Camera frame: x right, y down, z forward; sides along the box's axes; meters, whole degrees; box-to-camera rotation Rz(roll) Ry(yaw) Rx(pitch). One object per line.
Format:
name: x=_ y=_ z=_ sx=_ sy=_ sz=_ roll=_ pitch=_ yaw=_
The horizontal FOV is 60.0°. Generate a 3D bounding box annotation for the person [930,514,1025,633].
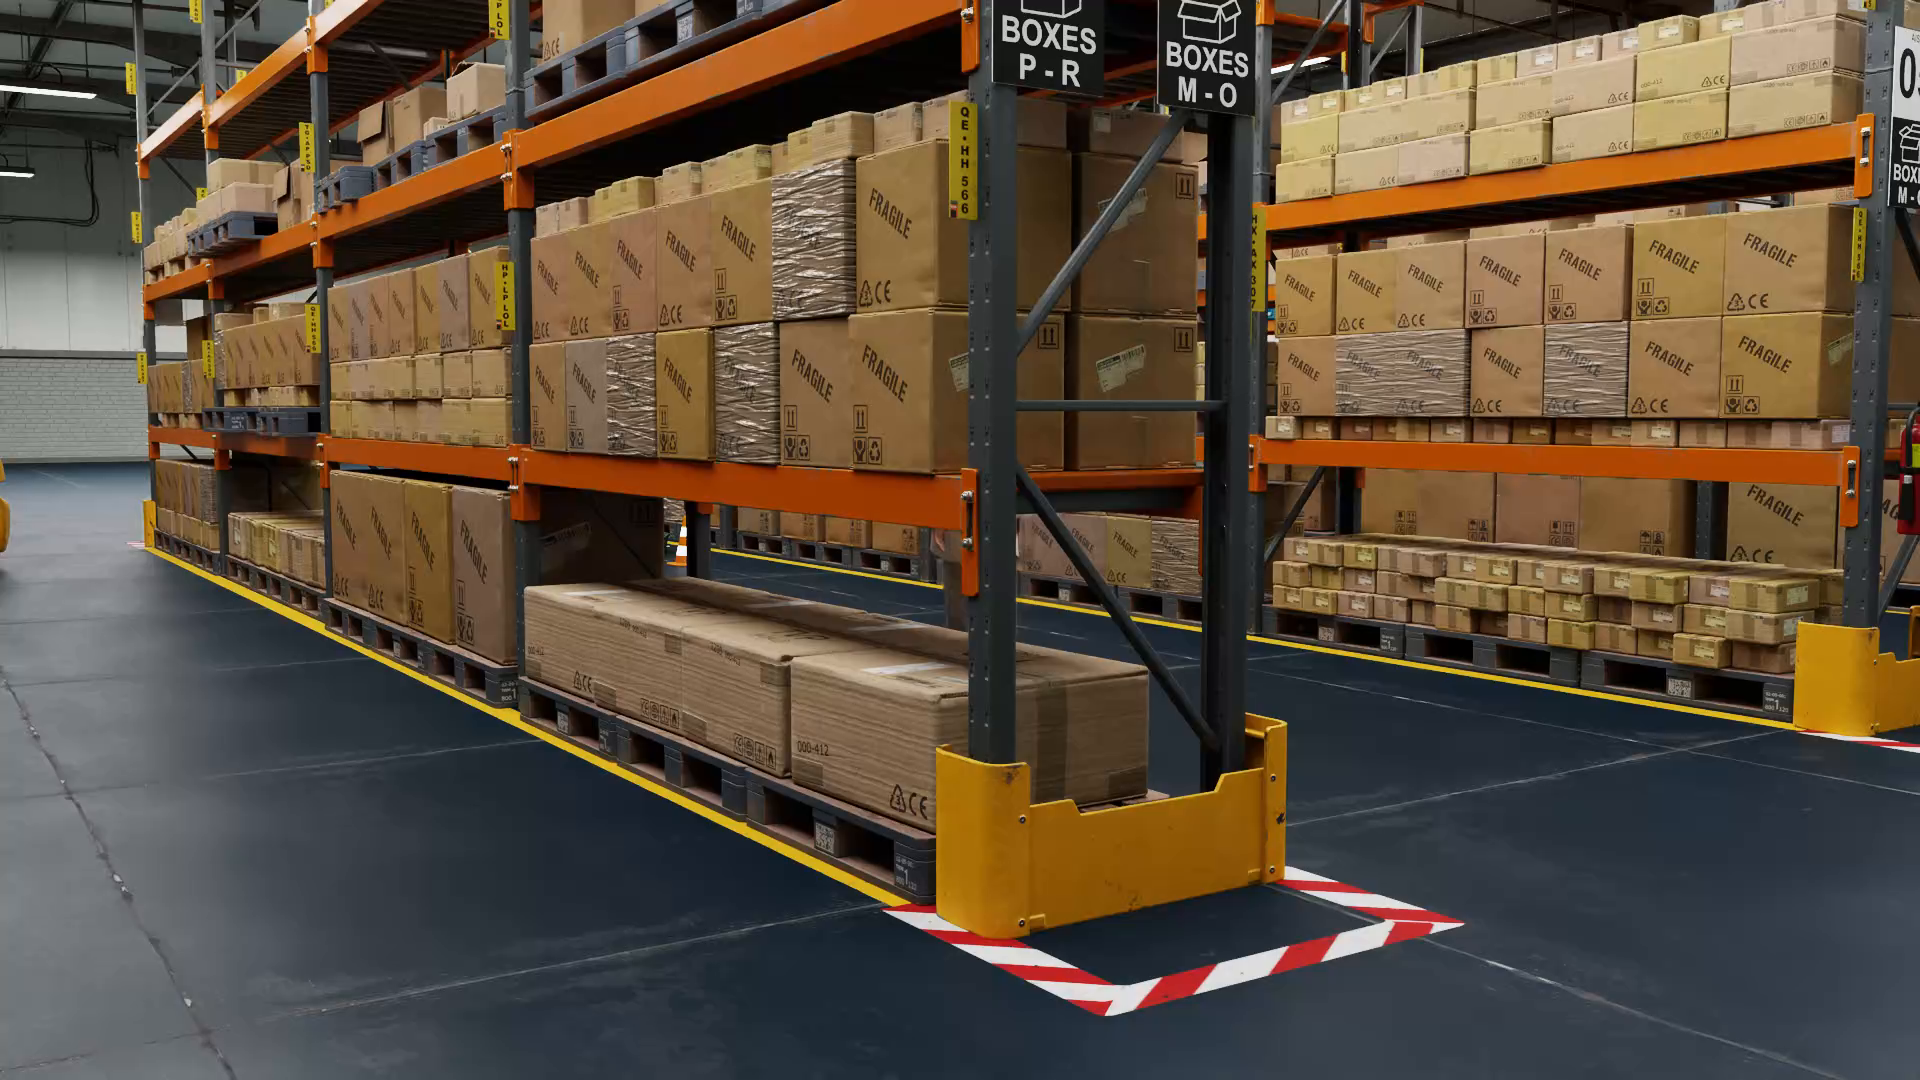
person: x=0.098 y=-0.134 z=9.403 sx=0.593 sy=1.739 sz=1.034 roll=-1 pitch=5 yaw=-8
